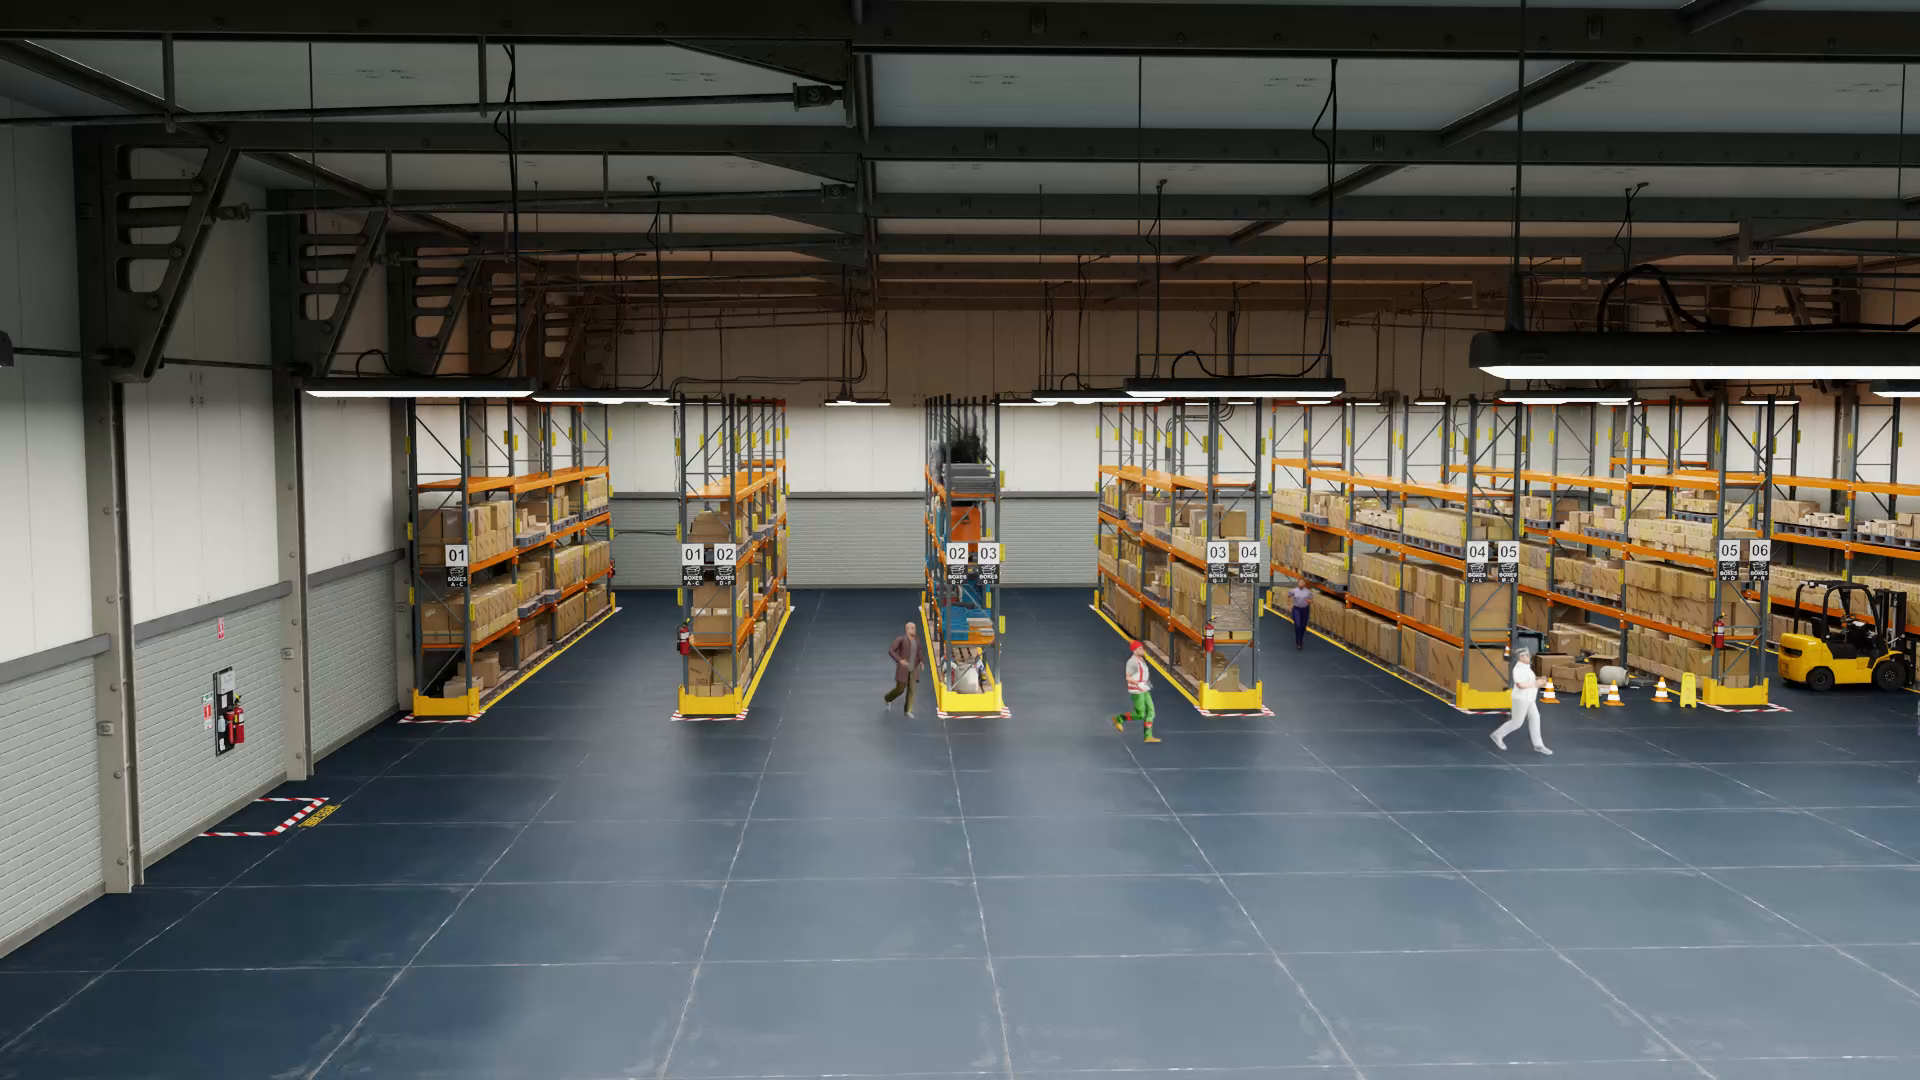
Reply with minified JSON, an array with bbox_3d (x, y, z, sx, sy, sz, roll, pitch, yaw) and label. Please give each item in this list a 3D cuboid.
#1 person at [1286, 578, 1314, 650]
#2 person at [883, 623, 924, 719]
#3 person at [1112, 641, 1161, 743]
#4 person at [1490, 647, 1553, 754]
[{"bbox_3d":[8.154,1.745,39.781,0.586,1.671,0.877,0,5,-5],"label":"person"},{"bbox_3d":[-0.954,2.405,30.940,0.774,1.728,0.983,-3,5,-32],"label":"person"},{"bbox_3d":[3.062,2.601,28.579,0.866,1.755,0.669,2,5,27],"label":"person"},{"bbox_3d":[9.328,2.638,27.550,0.987,1.768,0.662,3,5,34],"label":"person"}]
